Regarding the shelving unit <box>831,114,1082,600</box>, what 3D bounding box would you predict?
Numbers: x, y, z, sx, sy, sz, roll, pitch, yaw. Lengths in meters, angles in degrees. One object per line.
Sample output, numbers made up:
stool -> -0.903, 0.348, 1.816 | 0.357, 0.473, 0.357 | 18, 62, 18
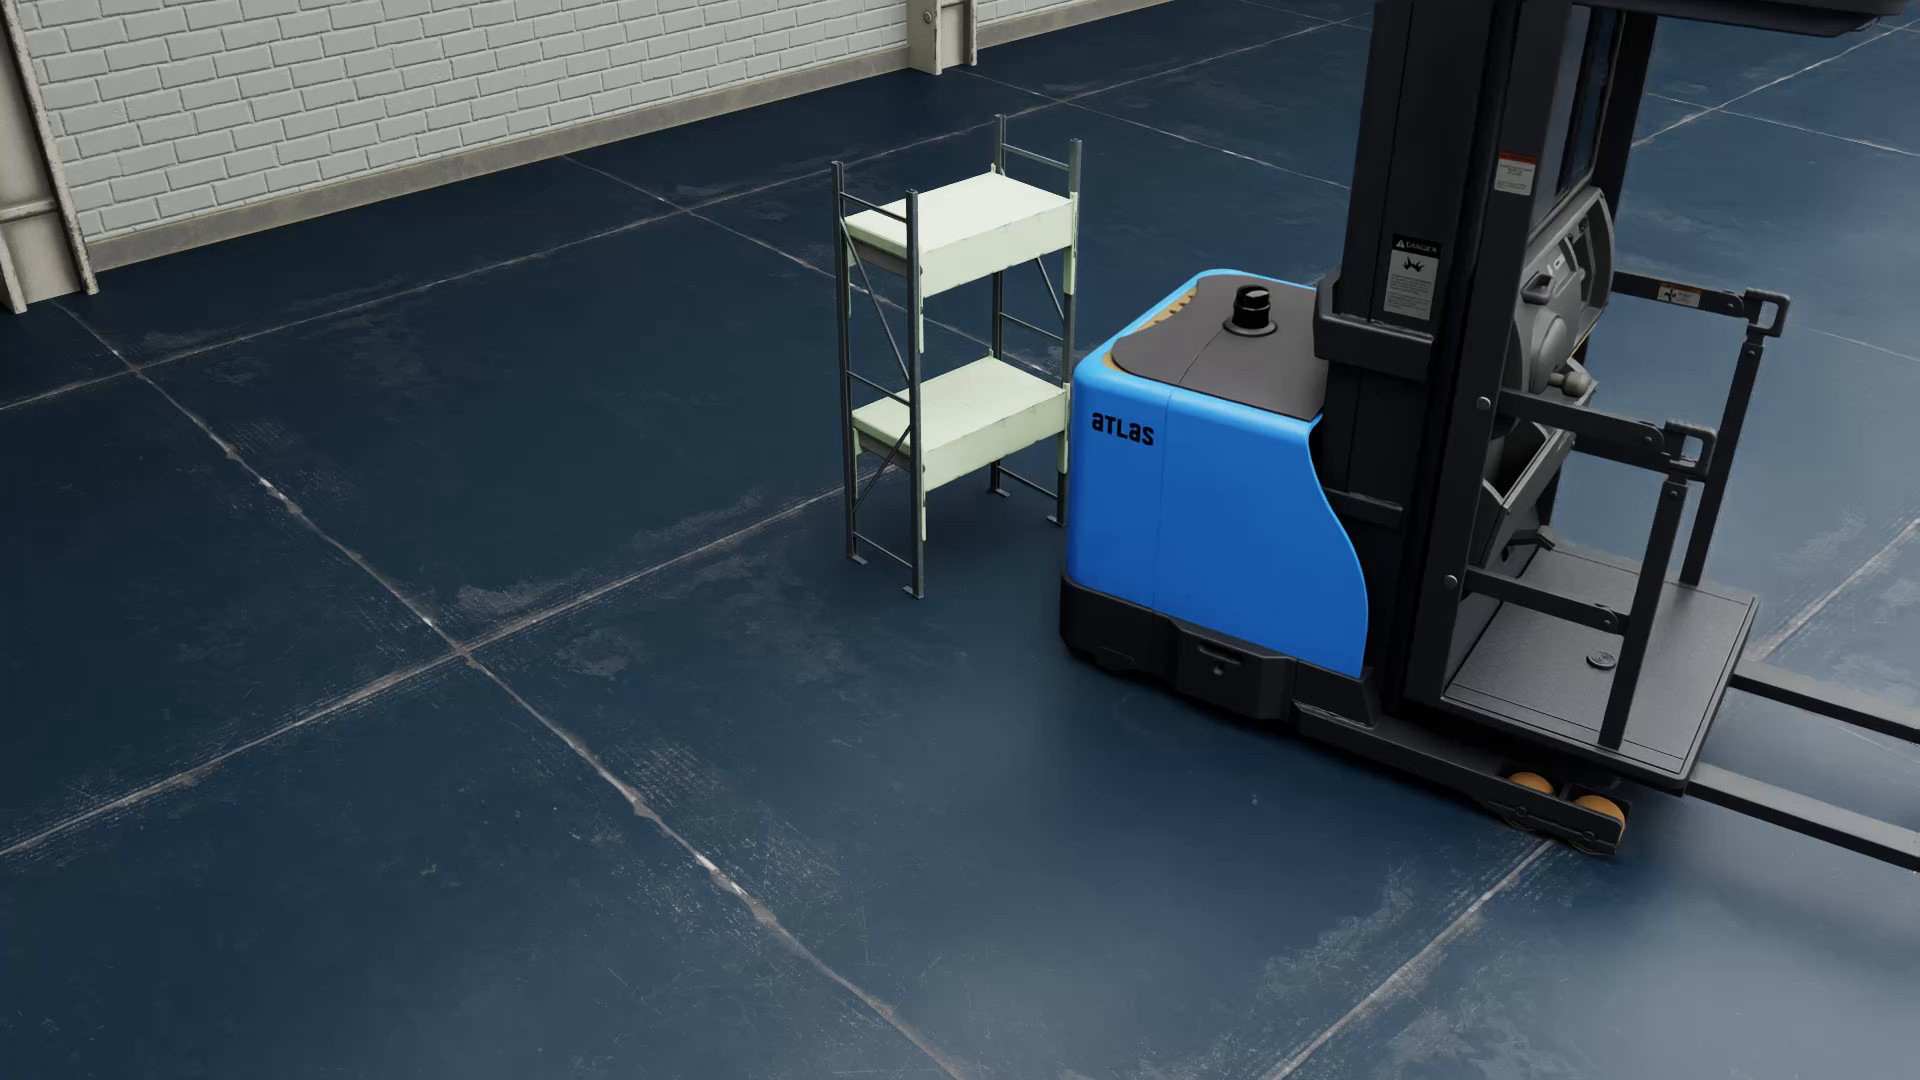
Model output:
shelving unit -> -0.005, -0.637, 5.855 | 0.755, 1.500, 0.431 | -26, 40, -35

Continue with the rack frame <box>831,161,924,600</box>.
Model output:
rack frame -> -0.273, -0.508, 5.643 | 0.023, 1.500, 0.400 | -26, 40, -35

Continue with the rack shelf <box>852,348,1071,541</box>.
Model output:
rack shelf -> -0.005, -0.359, 6.025 | 0.720, 0.370, 0.431 | -26, 40, -35

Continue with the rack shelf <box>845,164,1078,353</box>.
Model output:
rack shelf -> -0.005, -0.970, 5.651 | 0.720, 0.370, 0.431 | -26, 40, -35

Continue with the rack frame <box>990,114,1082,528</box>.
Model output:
rack frame -> 0.264, -0.767, 6.067 | 0.023, 1.500, 0.400 | -26, 40, -35

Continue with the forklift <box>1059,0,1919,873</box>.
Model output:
forklift -> 1.851, -0.665, 4.528 | 3.031, 2.935, 1.130 | 19, 36, 27

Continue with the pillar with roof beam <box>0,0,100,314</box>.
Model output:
pillar with roof beam -> -1.599, -3.413, 3.206 | 0.400, 9.000, 9.100 | -26, 40, -35

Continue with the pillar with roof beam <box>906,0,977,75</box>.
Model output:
pillar with roof beam -> 2.801, -5.541, 6.686 | 0.400, 9.000, 9.100 | -26, 40, -35
